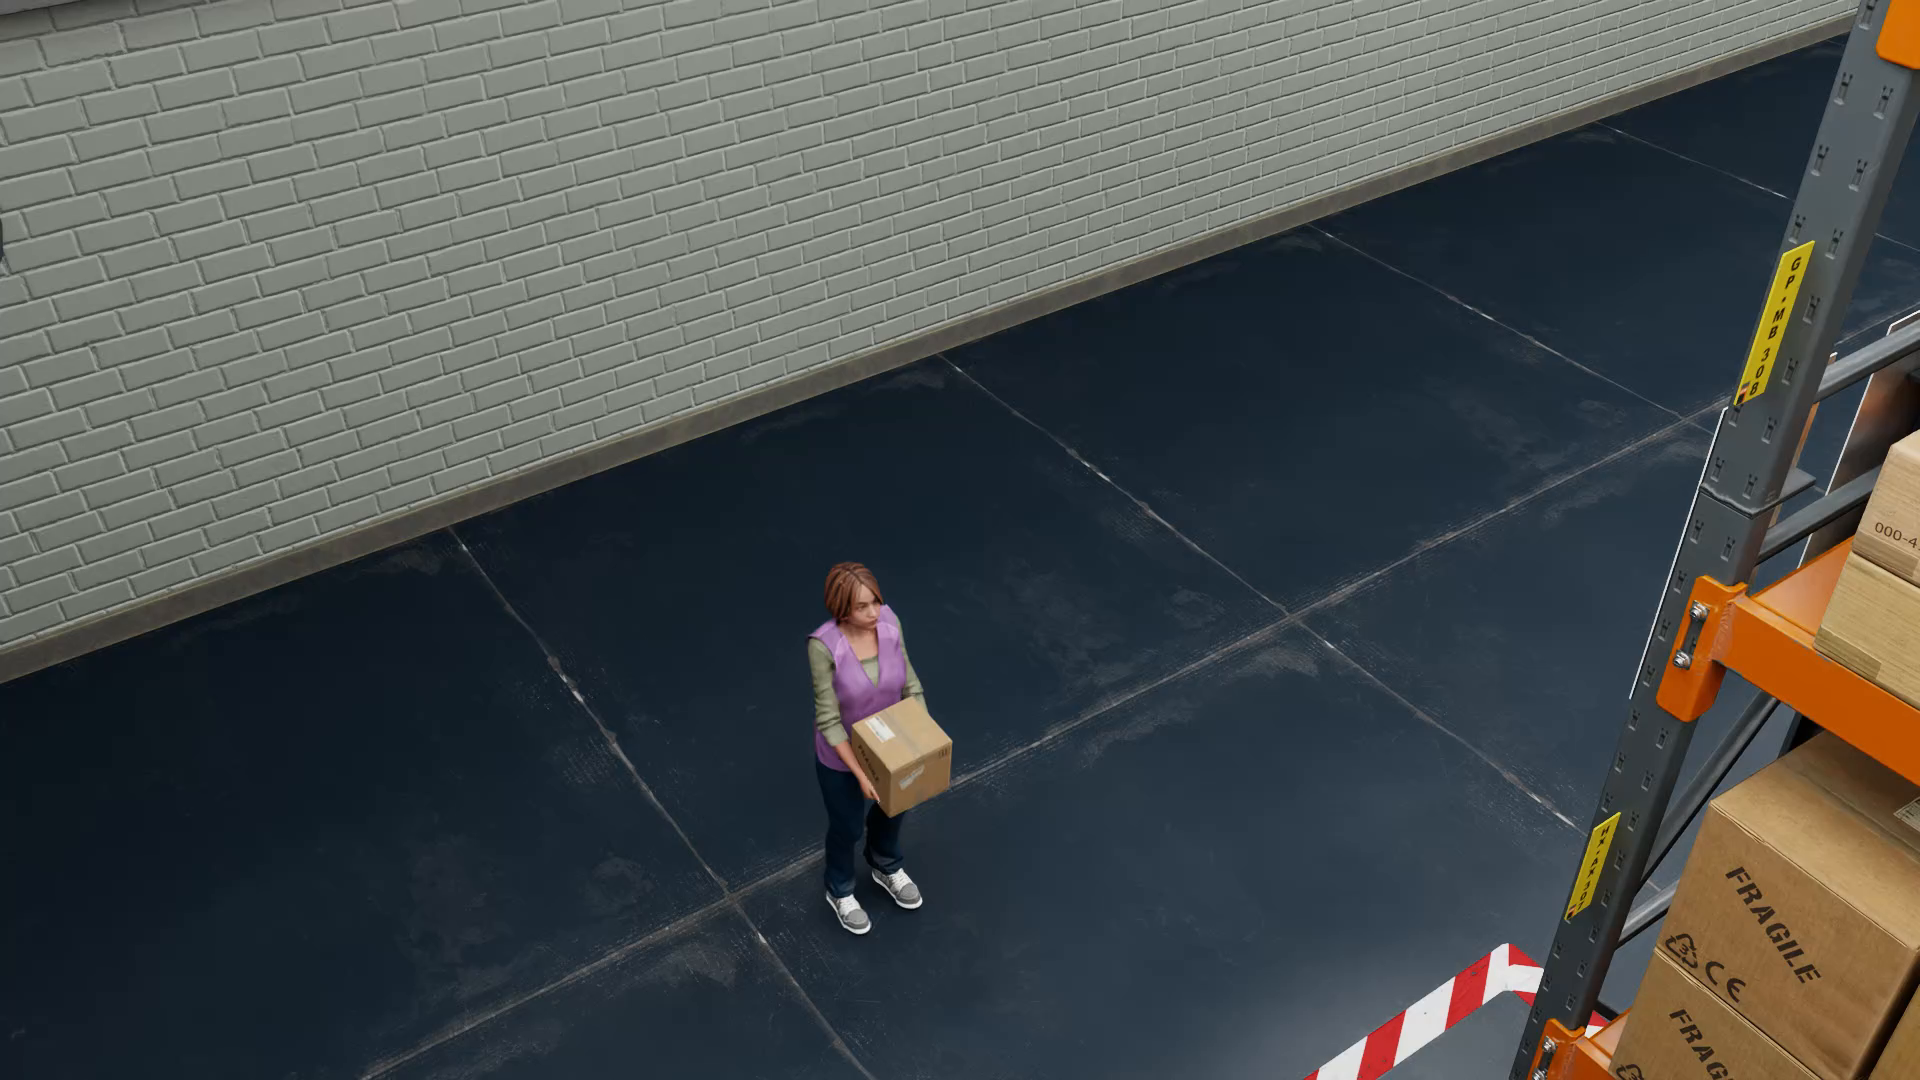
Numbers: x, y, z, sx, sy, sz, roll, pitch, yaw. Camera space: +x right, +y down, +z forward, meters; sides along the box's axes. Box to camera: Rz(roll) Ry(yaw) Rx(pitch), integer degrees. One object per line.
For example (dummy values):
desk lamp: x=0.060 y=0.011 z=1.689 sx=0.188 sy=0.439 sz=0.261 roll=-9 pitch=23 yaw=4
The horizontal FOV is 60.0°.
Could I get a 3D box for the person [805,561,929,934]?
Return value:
person: x=-0.302 y=0.826 z=5.985 sx=0.425 sy=1.498 sz=0.489 roll=-23 pitch=43 yaw=-28
